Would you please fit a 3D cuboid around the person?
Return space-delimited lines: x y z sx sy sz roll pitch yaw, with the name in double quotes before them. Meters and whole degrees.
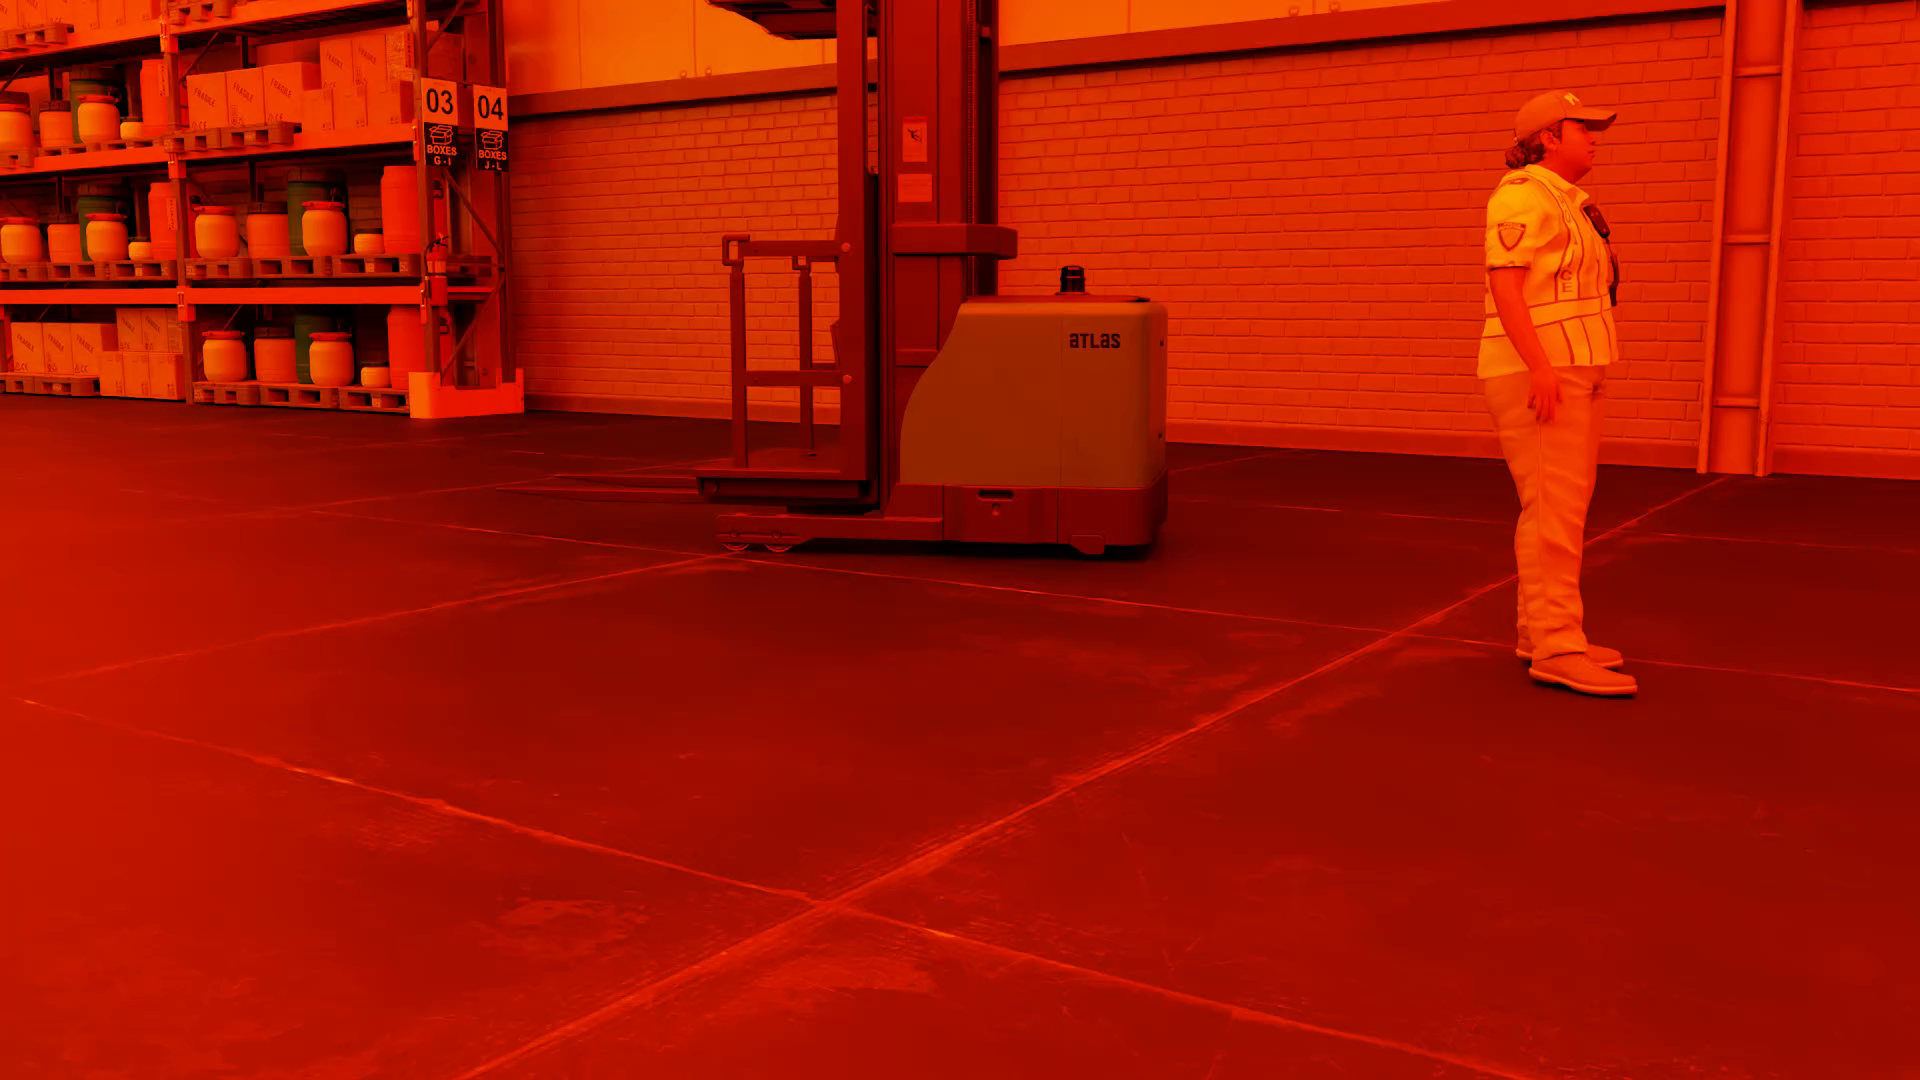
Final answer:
"person" 1.769 -0.448 4.782 0.529 1.670 0.598 5 10 34

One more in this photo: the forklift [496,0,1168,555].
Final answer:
"forklift" -0.596 -1.469 7.520 3.031 2.935 1.130 2 8 12
